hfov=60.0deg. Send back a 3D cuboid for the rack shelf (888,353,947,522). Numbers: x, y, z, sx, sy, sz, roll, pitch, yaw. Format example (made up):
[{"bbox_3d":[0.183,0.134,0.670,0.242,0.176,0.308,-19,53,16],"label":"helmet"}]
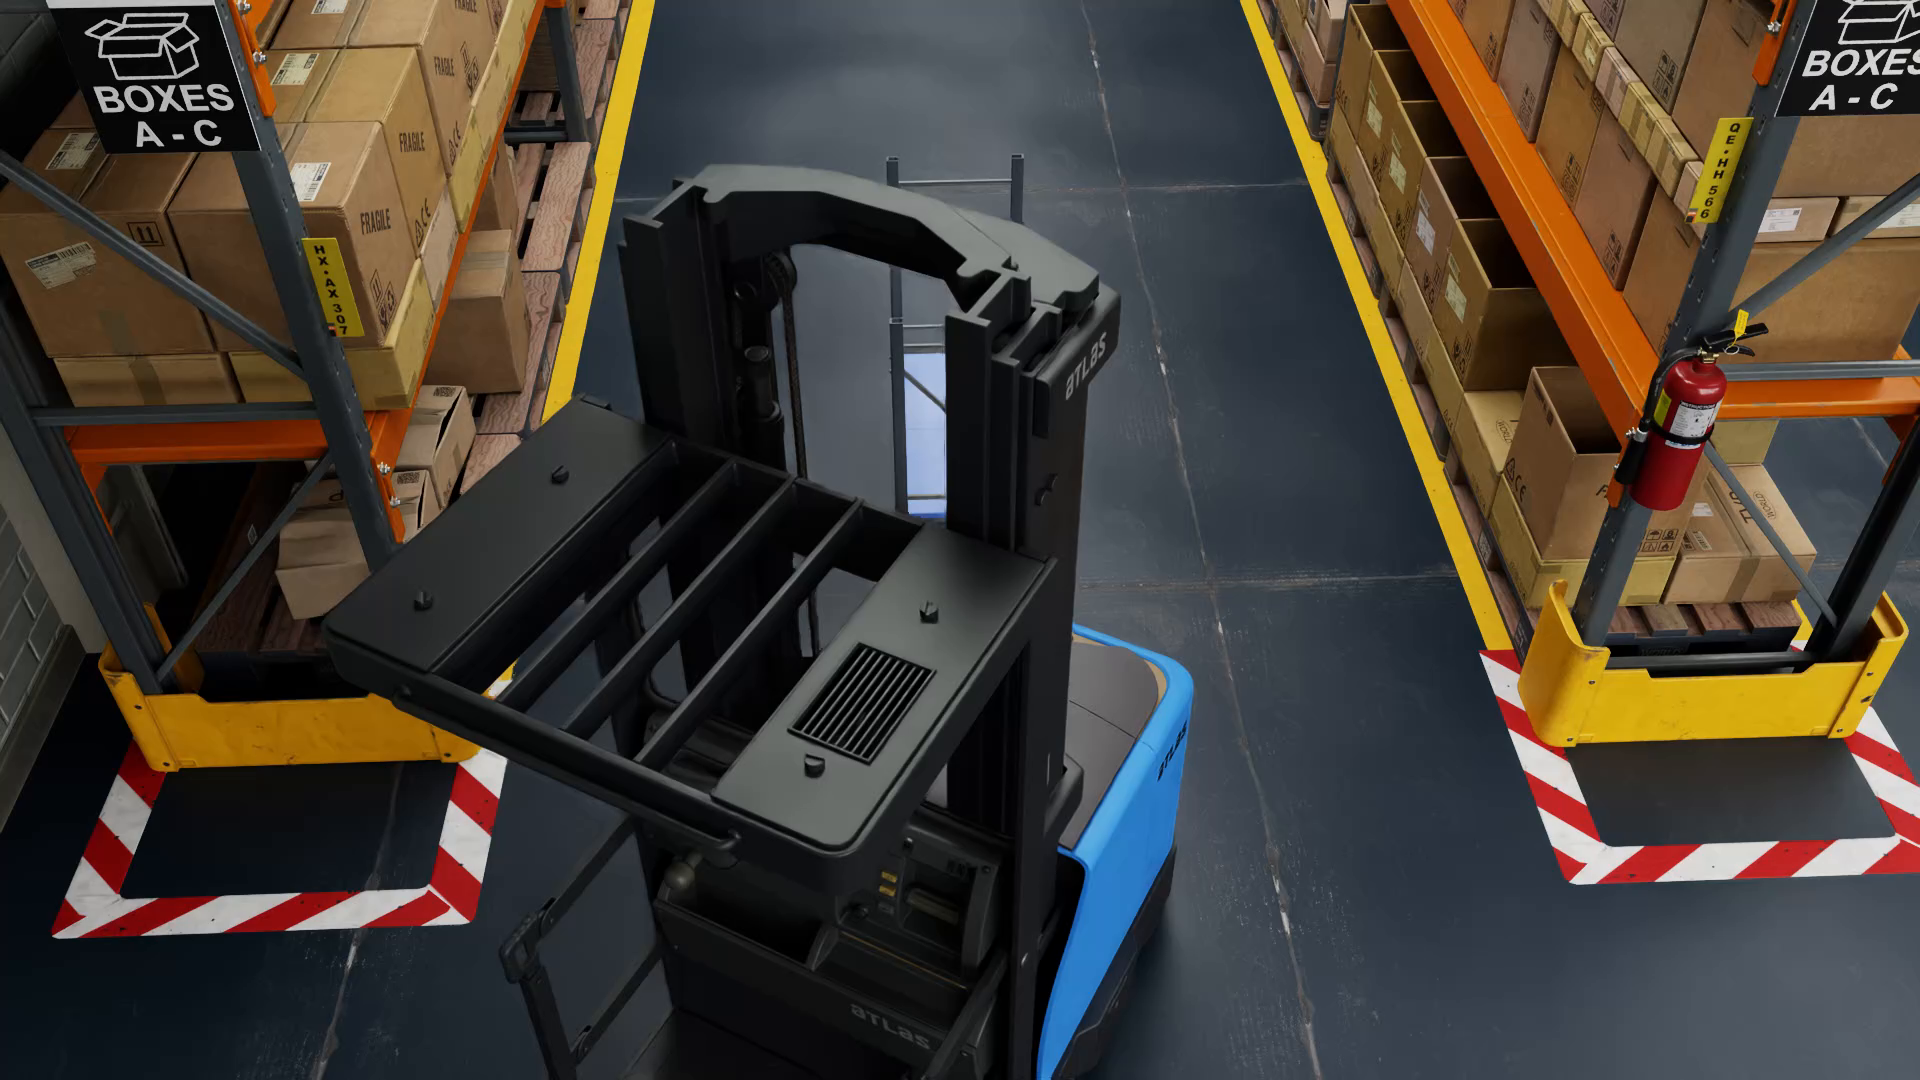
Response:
[{"bbox_3d":[0.004,-0.363,6.302,0.538,0.185,1.000,-2,43,-2],"label":"rack shelf"}]

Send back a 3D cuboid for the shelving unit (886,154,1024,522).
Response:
[{"bbox_3d":[0.004,-0.495,6.180,0.538,1.500,1.048,-2,43,-2],"label":"shelving unit"}]

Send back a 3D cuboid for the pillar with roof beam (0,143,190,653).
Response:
[{"bbox_3d":[1.108,-3.152,3.529,9.100,9.000,0.400,-2,43,-2],"label":"pillar with roof beam"}]

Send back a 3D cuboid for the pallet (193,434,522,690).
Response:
[{"bbox_3d":[-2.302,0.058,6.531,1.003,0.211,1.213,-2,43,-2],"label":"pallet"}]

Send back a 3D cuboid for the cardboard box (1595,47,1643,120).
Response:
[{"bbox_3d":[2.411,-1.562,5.680,0.380,0.149,0.250,-1,43,-1],"label":"cardboard box"}]

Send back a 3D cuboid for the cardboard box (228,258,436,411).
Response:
[{"bbox_3d":[-2.003,-0.660,5.346,0.500,0.250,0.500,-3,43,-3],"label":"cardboard box"}]

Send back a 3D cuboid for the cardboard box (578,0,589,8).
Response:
[{"bbox_3d":[-2.571,-3.500,9.873,0.700,0.500,0.500,-1,43,-1],"label":"cardboard box"}]

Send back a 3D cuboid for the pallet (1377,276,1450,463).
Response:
[{"bbox_3d":[2.526,-0.823,7.491,1.003,0.211,1.213,-2,43,-2],"label":"pallet"}]

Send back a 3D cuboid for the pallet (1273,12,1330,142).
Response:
[{"bbox_3d":[2.409,-2.683,9.520,1.003,0.211,1.213,-2,43,-2],"label":"pallet"}]

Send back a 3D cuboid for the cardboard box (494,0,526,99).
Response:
[{"bbox_3d":[-2.097,-2.035,6.846,0.500,0.250,0.500,-2,43,-2],"label":"cardboard box"}]

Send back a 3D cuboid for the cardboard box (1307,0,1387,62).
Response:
[{"bbox_3d":[2.176,-2.827,8.924,0.500,0.311,0.500,-2,43,-2],"label":"cardboard box"}]

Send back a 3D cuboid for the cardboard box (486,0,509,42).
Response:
[{"bbox_3d":[-2.103,-2.311,6.592,0.500,0.500,0.500,-3,43,-3],"label":"cardboard box"}]

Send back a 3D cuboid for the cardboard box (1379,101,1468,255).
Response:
[{"bbox_3d":[2.229,-1.635,7.483,0.500,0.500,0.500,-2,43,-2],"label":"cardboard box"}]

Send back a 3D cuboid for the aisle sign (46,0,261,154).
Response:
[{"bbox_3d":[-1.997,-1.288,4.011,0.394,0.787,0.004,-2,43,-2],"label":"aisle sign"}]

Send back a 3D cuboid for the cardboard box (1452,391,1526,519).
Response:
[{"bbox_3d":[2.298,-0.346,6.632,0.500,0.250,0.500,-2,43,-2],"label":"cardboard box"}]

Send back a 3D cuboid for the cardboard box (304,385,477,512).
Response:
[{"bbox_3d":[-2.263,-0.395,6.625,0.500,0.311,0.500,2,43,2],"label":"cardboard box"}]

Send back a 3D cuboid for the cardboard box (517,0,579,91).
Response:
[{"bbox_3d":[-2.517,-2.807,9.117,0.700,0.500,0.500,0,43,0],"label":"cardboard box"}]

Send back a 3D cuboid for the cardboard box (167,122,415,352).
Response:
[{"bbox_3d":[-2.020,-0.929,5.084,0.500,0.500,0.500,-2,43,-2],"label":"cardboard box"}]

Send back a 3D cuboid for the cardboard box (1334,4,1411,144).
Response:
[{"bbox_3d":[2.186,-2.310,8.219,0.500,0.500,0.500,-2,43,-2],"label":"cardboard box"}]

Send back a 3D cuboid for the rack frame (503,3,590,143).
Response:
[{"bbox_3d":[-2.470,-3.070,7.879,1.000,3.000,0.127,-2,43,-2],"label":"rack frame"}]

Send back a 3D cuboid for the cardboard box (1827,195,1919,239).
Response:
[{"bbox_3d":[2.848,-1.061,5.134,0.380,0.149,0.250,-2,43,-2],"label":"cardboard box"}]

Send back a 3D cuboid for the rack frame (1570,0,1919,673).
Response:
[{"bbox_3d":[2.649,-0.514,5.091,1.000,3.000,0.127,-2,43,-2],"label":"rack frame"}]

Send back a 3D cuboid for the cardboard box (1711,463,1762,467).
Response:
[{"bbox_3d":[2.824,-0.361,6.648,0.500,0.250,0.500,-2,43,-2],"label":"cardboard box"}]

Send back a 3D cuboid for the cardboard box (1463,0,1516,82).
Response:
[{"bbox_3d":[2.551,-2.257,6.919,0.700,0.500,0.500,-1,43,-1],"label":"cardboard box"}]

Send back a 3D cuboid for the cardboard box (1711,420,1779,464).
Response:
[{"bbox_3d":[2.826,-0.637,6.395,0.500,0.500,0.500,-2,43,-2],"label":"cardboard box"}]

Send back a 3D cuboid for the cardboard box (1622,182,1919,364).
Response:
[{"bbox_3d":[2.642,-0.866,5.401,0.700,0.500,0.500,-2,43,-2],"label":"cardboard box"}]

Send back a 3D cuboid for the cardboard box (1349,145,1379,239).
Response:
[{"bbox_3d":[2.212,-1.696,8.105,0.500,0.250,0.500,-2,43,-2],"label":"cardboard box"}]

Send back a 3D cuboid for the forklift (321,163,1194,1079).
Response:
[{"bbox_3d":[-0.441,0.805,3.703,1.130,2.935,3.031,19,46,20],"label":"forklift"}]

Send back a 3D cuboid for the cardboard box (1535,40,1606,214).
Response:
[{"bbox_3d":[2.600,-1.556,6.154,0.700,0.500,0.500,-1,43,-2],"label":"cardboard box"}]

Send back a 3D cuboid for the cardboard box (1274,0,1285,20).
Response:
[{"bbox_3d":[2.130,-3.314,9.870,0.500,0.250,0.500,-1,43,-1],"label":"cardboard box"}]

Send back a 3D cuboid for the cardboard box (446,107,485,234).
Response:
[{"bbox_3d":[-2.055,-1.354,6.104,0.500,0.250,0.500,-2,43,-2],"label":"cardboard box"}]

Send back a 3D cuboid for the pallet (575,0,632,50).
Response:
[{"bbox_3d":[-2.559,-3.393,10.295,1.003,0.211,1.213,-2,43,-2],"label":"pallet"}]

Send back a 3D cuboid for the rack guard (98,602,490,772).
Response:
[{"bbox_3d":[-2.303,0.501,5.834,1.175,0.500,0.348,-2,43,-2],"label":"rack guard"}]

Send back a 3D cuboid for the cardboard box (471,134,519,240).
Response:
[{"bbox_3d":[-2.385,-1.611,7.812,0.500,0.500,0.500,-5,43,-5],"label":"cardboard box"}]

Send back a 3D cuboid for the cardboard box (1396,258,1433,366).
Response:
[{"bbox_3d":[2.256,-1.021,7.368,0.500,0.250,0.500,-2,43,-2],"label":"cardboard box"}]

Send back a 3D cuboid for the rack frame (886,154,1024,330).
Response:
[{"bbox_3d":[-0.018,-0.838,6.555,0.500,1.500,0.032,-2,43,-2],"label":"rack frame"}]

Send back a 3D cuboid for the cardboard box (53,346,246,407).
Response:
[{"bbox_3d":[-2.513,-0.631,5.315,0.500,0.250,0.500,-1,43,-1],"label":"cardboard box"}]

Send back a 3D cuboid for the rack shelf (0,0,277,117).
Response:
[{"bbox_3d":[-2.385,-2.560,5.635,1.077,0.370,4.000,-2,43,-2],"label":"rack shelf"}]

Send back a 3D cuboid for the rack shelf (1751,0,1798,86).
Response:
[{"bbox_3d":[2.565,-2.705,5.793,1.077,0.370,4.000,-2,43,-2],"label":"rack shelf"}]

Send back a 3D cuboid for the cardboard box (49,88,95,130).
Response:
[{"bbox_3d":[-2.544,-1.250,5.435,0.500,0.500,0.500,-1,43,-1],"label":"cardboard box"}]

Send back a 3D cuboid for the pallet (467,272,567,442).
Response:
[{"bbox_3d":[-2.351,-0.764,7.427,1.003,0.211,1.213,-2,43,-2],"label":"pallet"}]

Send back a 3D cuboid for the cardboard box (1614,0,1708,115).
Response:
[{"bbox_3d":[2.612,-1.735,5.389,0.700,0.500,0.500,-3,43,-3],"label":"cardboard box"}]

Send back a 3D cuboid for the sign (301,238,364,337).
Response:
[{"bbox_3d":[-1.758,-0.704,4.658,0.100,0.325,0.005,-2,43,-2],"label":"sign"}]

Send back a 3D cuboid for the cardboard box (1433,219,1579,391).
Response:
[{"bbox_3d":[2.272,-0.960,6.746,0.500,0.500,0.500,-2,43,-2],"label":"cardboard box"}]

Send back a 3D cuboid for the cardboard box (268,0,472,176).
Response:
[{"bbox_3d":[-2.046,-1.612,5.830,0.500,0.500,0.500,-3,43,-3],"label":"cardboard box"}]

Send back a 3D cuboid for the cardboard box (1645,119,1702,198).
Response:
[{"bbox_3d":[2.430,-1.219,5.306,0.380,0.149,0.250,-1,43,-1],"label":"cardboard box"}]

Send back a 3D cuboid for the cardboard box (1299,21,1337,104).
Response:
[{"bbox_3d":[2.172,-2.627,9.120,0.500,0.250,0.500,-2,43,-2],"label":"cardboard box"}]

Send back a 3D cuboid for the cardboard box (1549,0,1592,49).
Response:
[{"bbox_3d":[2.386,-1.916,6.067,0.380,0.149,0.250,-1,43,-1],"label":"cardboard box"}]
